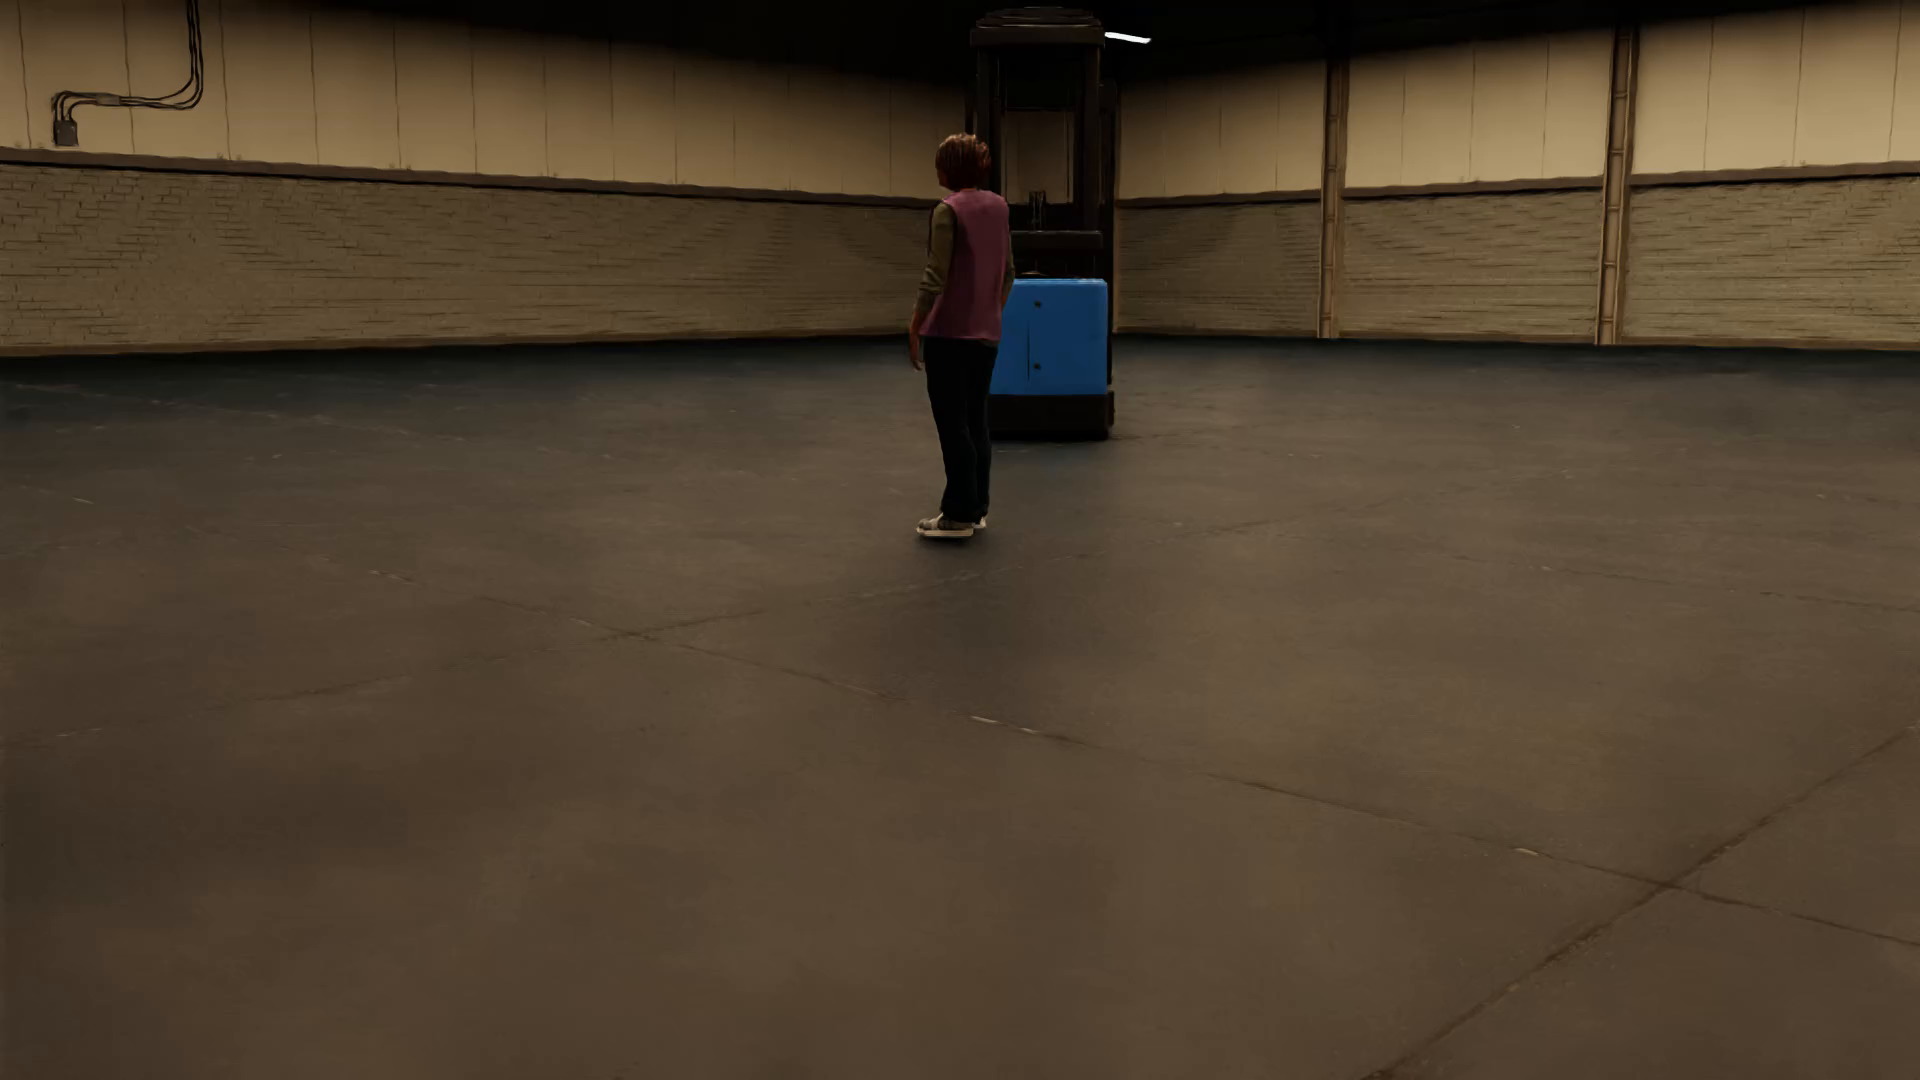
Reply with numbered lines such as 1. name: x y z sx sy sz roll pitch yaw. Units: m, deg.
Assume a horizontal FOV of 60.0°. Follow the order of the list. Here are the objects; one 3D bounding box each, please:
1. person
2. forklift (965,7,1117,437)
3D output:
1. person: -0.044 -0.806 6.658 0.474 1.597 0.520 8 12 43
2. forklift: 0.603 -2.333 12.367 1.130 2.935 3.031 1 9 6
